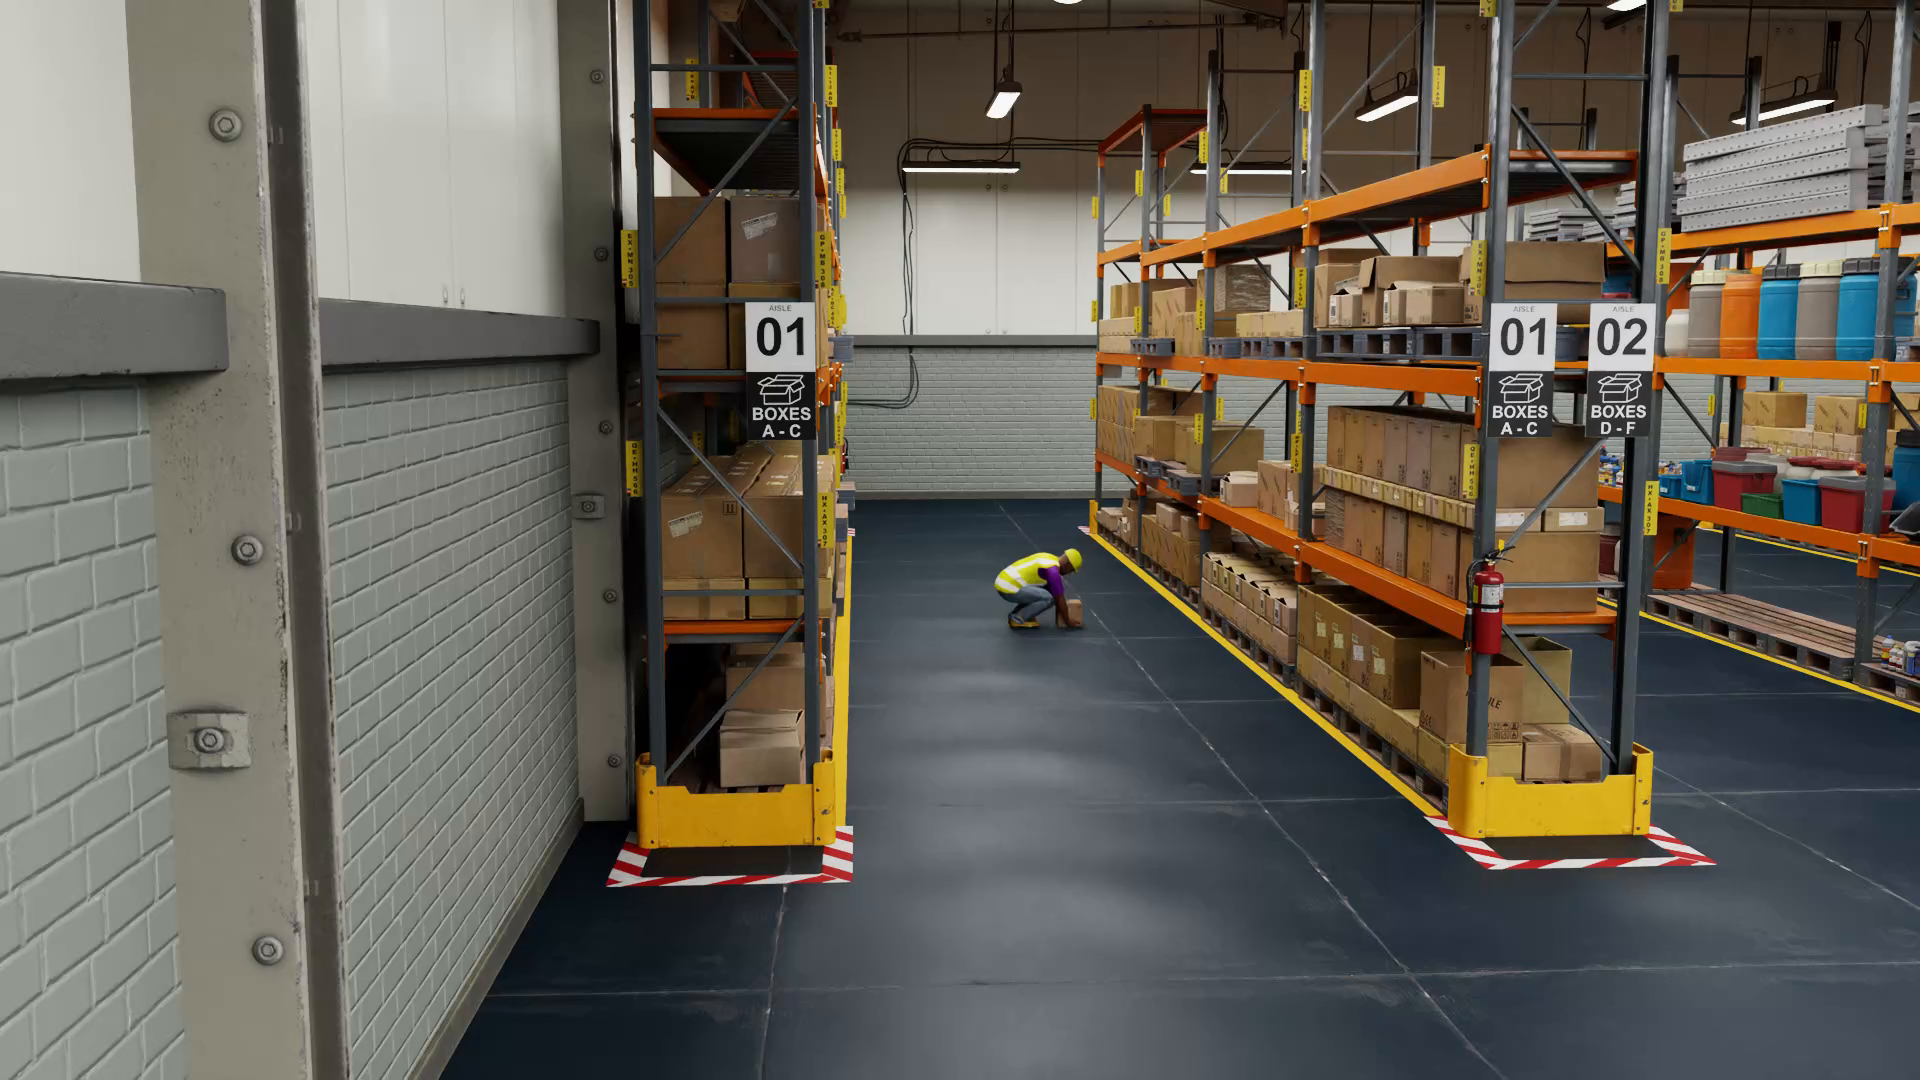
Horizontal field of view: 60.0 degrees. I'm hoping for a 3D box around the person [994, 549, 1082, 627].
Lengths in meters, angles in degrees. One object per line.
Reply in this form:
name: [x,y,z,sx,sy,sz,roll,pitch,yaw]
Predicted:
person: [0.828,0.546,17.532,0.928,0.896,0.544,-1,7,-4]
